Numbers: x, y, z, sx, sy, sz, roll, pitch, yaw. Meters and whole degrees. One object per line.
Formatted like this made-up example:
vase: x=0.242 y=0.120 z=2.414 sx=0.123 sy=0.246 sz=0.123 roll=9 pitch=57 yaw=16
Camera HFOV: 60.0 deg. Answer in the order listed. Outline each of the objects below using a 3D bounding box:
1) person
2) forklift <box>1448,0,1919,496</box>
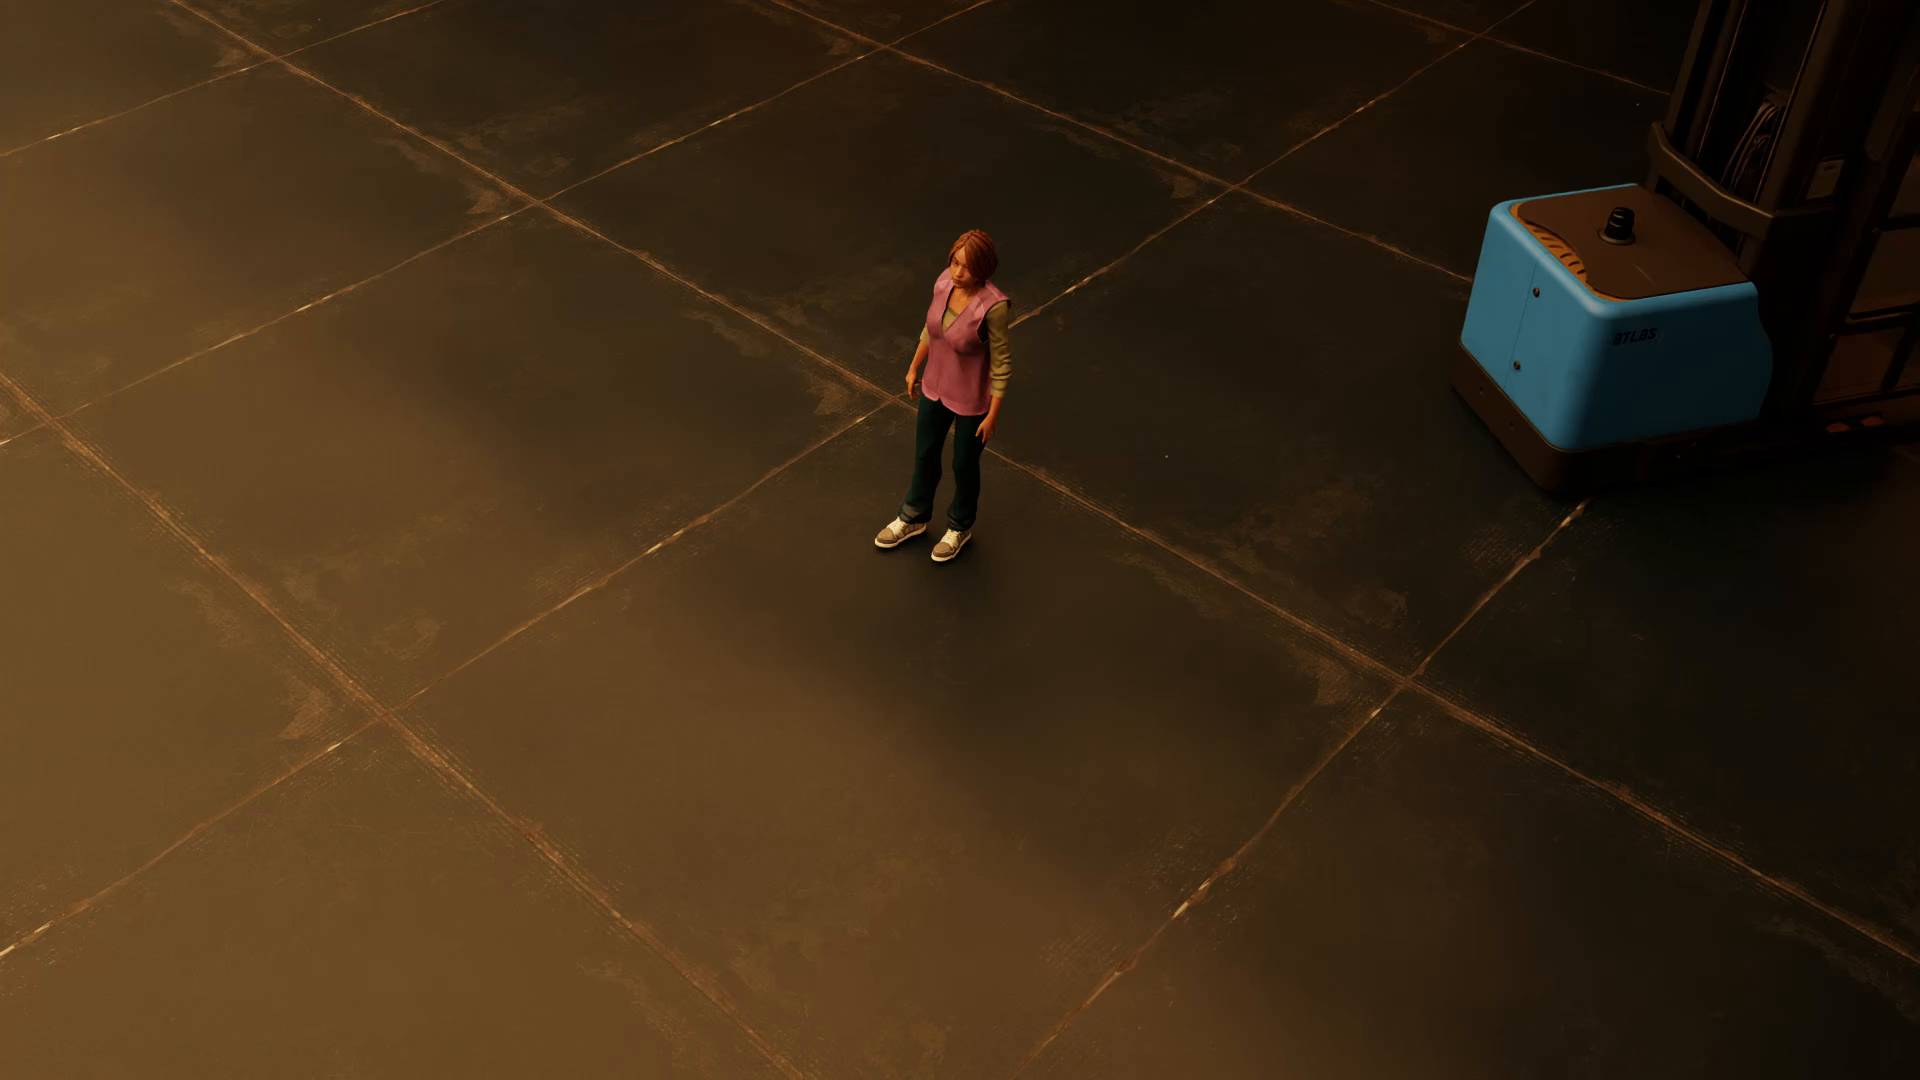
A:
person: x=-0.061 y=-0.582 z=7.120 sx=0.520 sy=1.599 sz=0.473 roll=31 pitch=49 yaw=31
forklift: x=4.080 y=-1.849 z=7.583 sx=3.031 sy=2.935 sz=1.130 roll=-10 pitch=42 yaw=-11
